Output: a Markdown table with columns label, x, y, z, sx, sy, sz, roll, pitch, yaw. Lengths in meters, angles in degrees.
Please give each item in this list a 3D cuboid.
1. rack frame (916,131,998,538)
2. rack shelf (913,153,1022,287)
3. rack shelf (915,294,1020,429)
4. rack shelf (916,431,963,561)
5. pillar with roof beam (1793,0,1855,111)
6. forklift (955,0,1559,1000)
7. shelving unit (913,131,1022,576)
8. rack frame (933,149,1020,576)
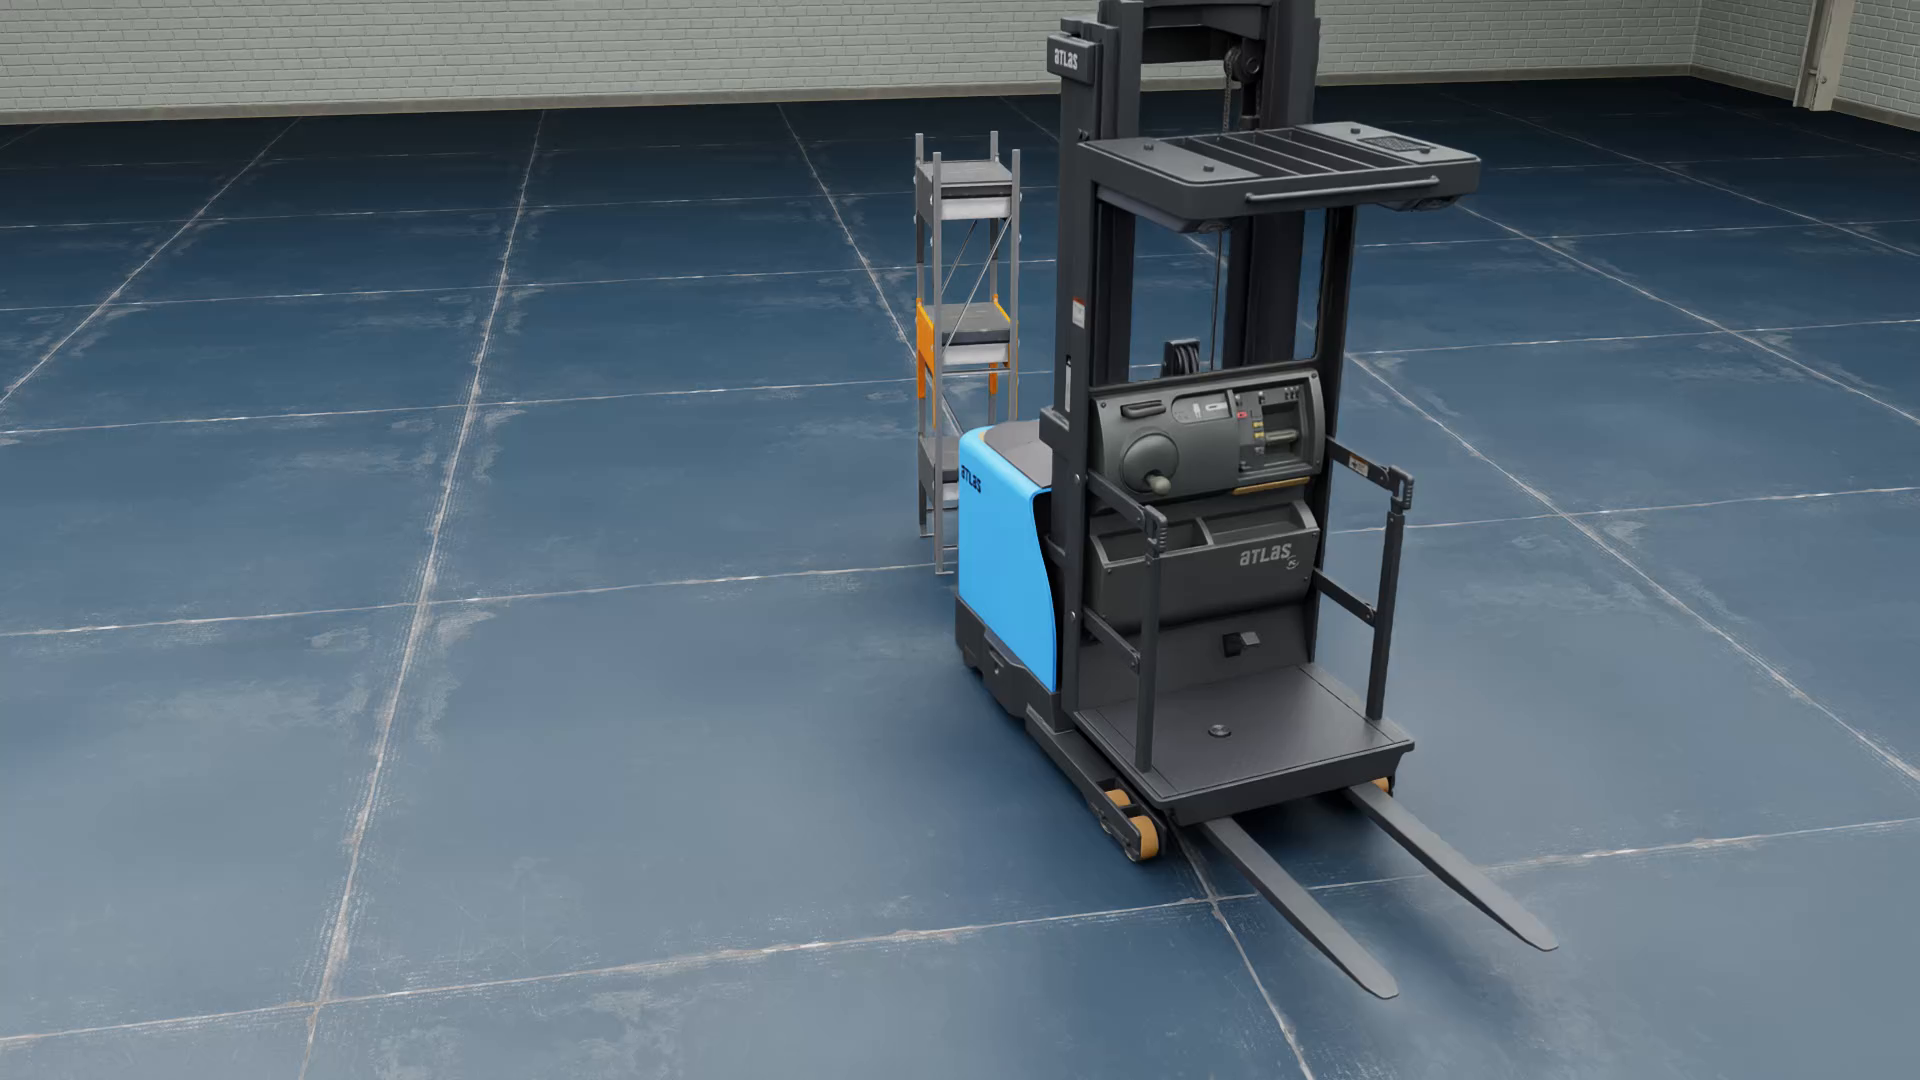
| label | x | y | z | sx | sy | sz | roll | pitch | yaw |
| --- | --- | --- | --- | --- | --- | --- | --- | --- | --- |
| rack frame | -0.015 | -0.993 | 8.400 | 0.400 | 2.100 | 0.015 | -4 | 24 | -10 |
| rack shelf | 0.031 | -1.526 | 7.906 | 0.431 | 0.518 | 0.480 | -4 | 24 | -10 |
| rack shelf | 0.031 | -0.885 | 8.186 | 0.431 | 0.518 | 0.480 | -4 | 24 | -10 |
| rack shelf | 0.031 | -0.243 | 8.466 | 0.431 | 0.518 | 0.480 | -4 | 24 | -10 |
| pillar with roof beam | 6.841 | -9.415 | 19.064 | 9.100 | 9.000 | 0.400 | -4 | 24 | -10 |
| forklift | 1.010 | -0.364 | 5.921 | 1.130 | 2.935 | 3.031 | -9 | 25 | -20 |
| shelving unit | 0.031 | -0.897 | 8.181 | 0.431 | 2.100 | 0.503 | -4 | 24 | -10 |
| rack frame | 0.076 | -0.801 | 7.961 | 0.400 | 2.100 | 0.015 | -4 | 24 | -10 |
